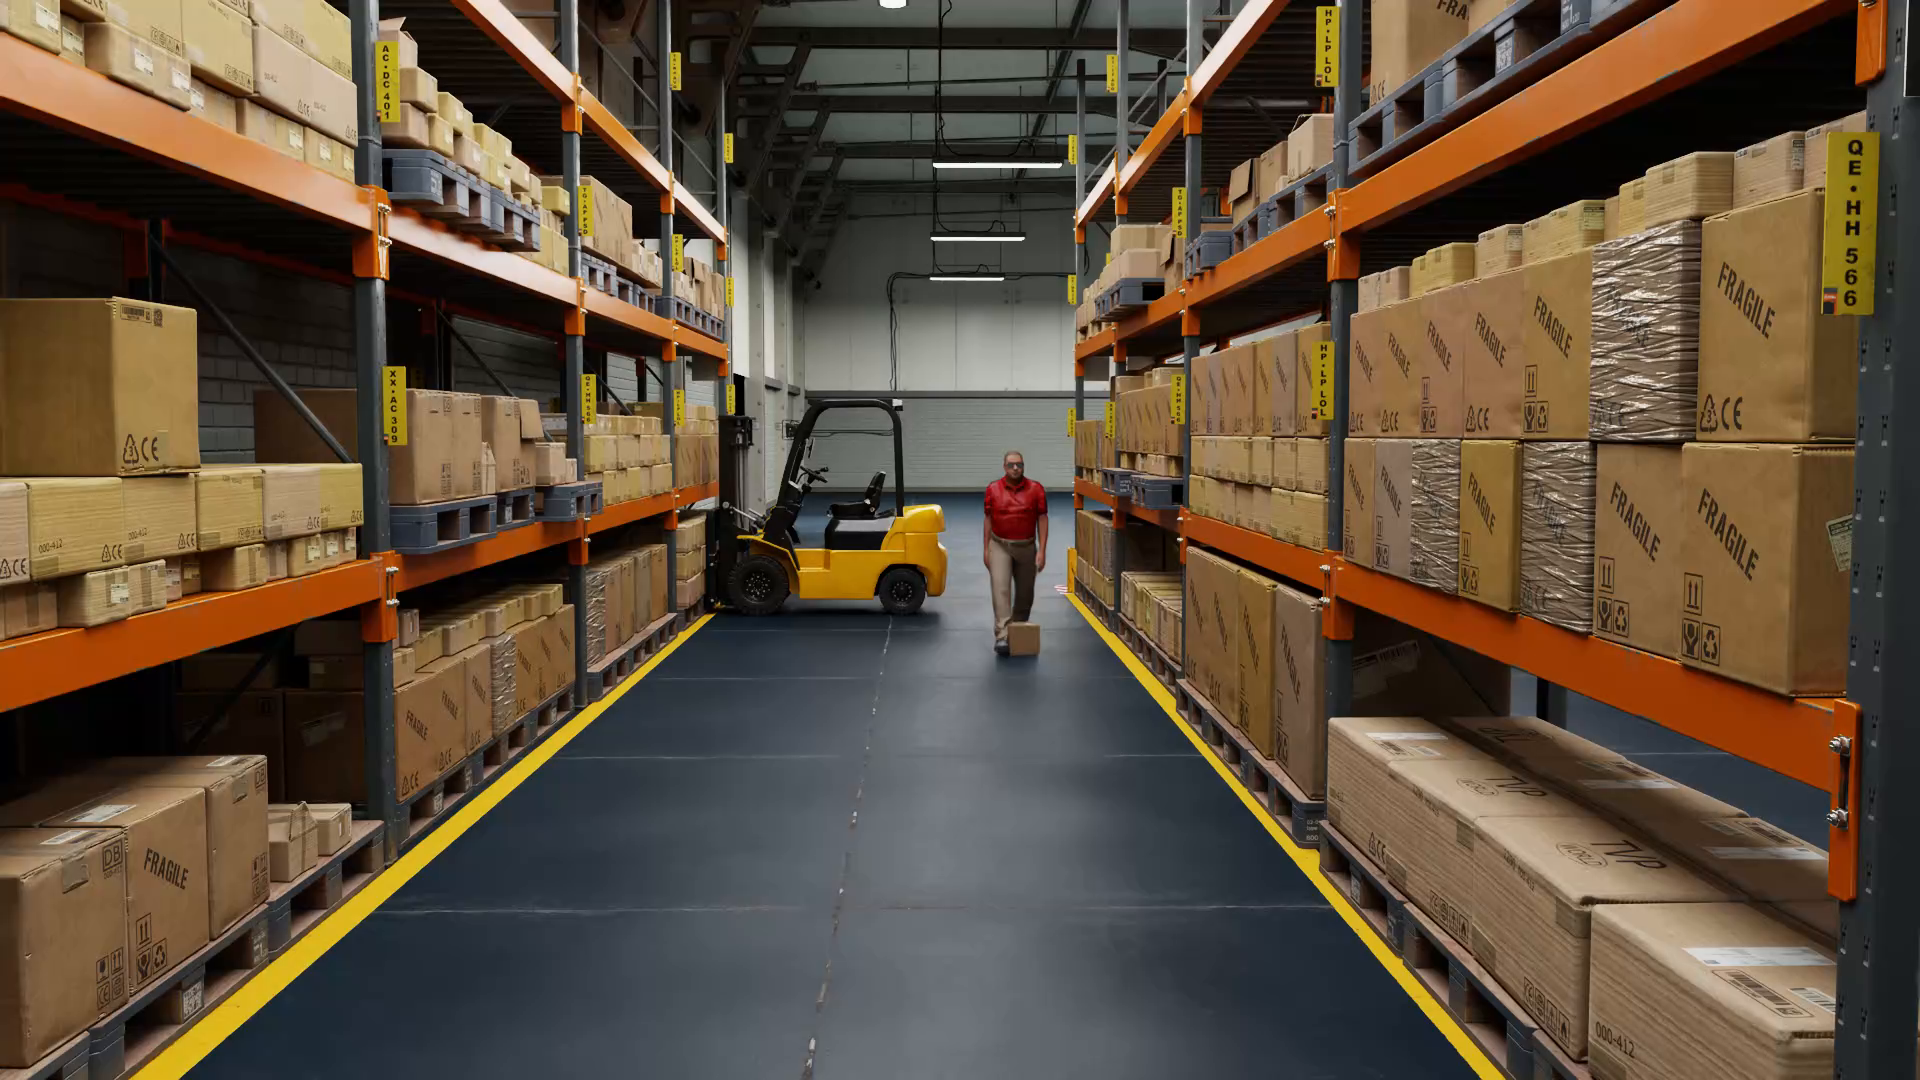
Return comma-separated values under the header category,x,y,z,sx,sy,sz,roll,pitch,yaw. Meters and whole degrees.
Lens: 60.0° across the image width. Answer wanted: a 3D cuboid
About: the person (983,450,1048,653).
category,x,y,z,sx,sy,sz,roll,pitch,yaw
person,0.467,0.083,13.926,0.537,1.667,1.127,0,4,-3
